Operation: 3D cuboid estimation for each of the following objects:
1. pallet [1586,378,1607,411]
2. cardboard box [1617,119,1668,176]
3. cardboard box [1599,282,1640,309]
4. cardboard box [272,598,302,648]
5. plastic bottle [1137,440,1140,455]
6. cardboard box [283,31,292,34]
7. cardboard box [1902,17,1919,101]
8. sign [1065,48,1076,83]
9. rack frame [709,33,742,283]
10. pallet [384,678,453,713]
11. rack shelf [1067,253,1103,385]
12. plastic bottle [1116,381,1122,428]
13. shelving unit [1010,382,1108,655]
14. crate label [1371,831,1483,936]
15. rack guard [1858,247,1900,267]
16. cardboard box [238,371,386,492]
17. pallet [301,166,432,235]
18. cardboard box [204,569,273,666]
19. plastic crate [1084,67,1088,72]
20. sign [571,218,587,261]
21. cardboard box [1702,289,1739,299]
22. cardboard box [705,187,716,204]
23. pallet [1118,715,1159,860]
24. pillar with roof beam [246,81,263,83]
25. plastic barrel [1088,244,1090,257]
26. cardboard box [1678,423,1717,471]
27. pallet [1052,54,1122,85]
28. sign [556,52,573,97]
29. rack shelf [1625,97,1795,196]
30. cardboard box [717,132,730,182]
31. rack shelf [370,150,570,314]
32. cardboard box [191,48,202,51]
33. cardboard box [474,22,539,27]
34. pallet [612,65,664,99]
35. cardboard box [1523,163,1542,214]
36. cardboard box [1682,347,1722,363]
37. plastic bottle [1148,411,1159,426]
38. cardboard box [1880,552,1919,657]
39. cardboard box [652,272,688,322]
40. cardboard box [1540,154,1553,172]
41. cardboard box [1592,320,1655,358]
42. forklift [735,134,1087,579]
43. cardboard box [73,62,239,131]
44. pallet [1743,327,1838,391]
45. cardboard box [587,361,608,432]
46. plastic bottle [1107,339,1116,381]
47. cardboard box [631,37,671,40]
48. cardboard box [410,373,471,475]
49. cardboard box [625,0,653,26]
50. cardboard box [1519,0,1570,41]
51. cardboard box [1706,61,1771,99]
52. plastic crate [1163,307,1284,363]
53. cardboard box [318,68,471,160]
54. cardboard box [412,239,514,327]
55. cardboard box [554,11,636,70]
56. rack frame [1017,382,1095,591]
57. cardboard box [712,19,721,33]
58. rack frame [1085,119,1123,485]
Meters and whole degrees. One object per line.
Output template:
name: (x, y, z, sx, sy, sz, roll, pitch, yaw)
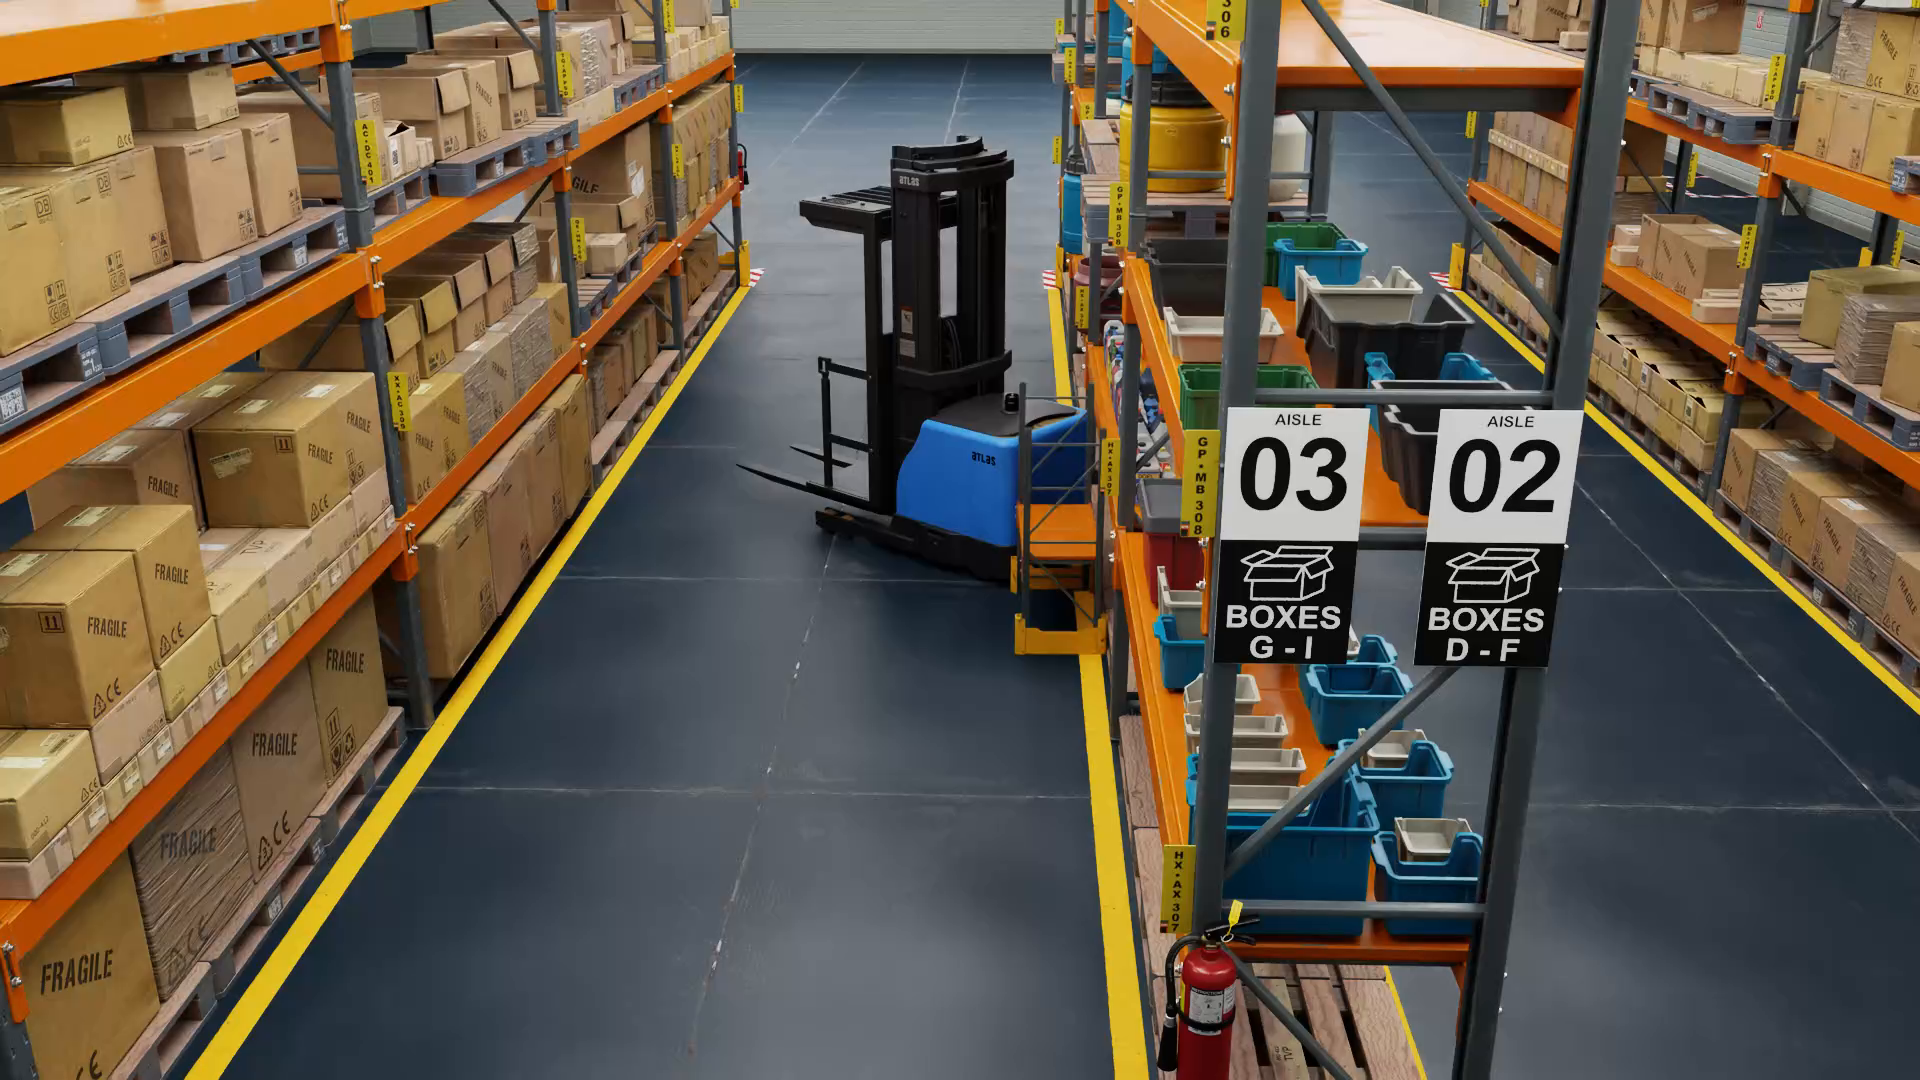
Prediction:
pallet: (6.575, -1.527, 16.173, 1.003, 0.211, 1.213, 1, 21, 2)
cardboard box: (6.566, -3.906, 16.517, 0.700, 0.500, 0.500, 1, 21, 2)
cardboard box: (6.886, -2.522, 17.065, 0.500, 0.500, 0.500, 1, 21, 2)
cardboard box: (-3.307, 0.384, 7.740, 0.380, 0.149, 0.250, 0, 21, 1)
plastic bottle: (1.015, -0.433, 9.660, 0.061, 0.283, 0.133, 1, 21, 2)
cardboard box: (-7.871, -5.866, 18.983, 0.380, 0.149, 0.250, 1, 21, 2)
cardboard box: (6.386, -3.032, 10.531, 0.500, 0.500, 0.500, 1, 21, 2)
sign: (1.058, -4.563, 15.982, 0.100, 0.325, 0.005, 1, 21, 2)
rack frame: (-3.221, -4.651, 20.368, 1.000, 3.000, 0.127, 1, 21, 2)
pallet: (-3.638, 0.708, 10.412, 1.003, 0.211, 1.213, 1, 21, 2)
rack shelf: (1.547, -2.091, 14.767, 1.077, 0.370, 4.000, 1, 21, 2)
plastic bottle: (1.052, -0.880, 10.812, 0.061, 0.283, 0.133, 1, 21, 2)
shelving unit: (0.645, -0.161, 10.870, 0.587, 1.500, 1.083, 0, 21, 0)
crate label: (1.579, 1.153, 5.558, 0.416, 0.233, 0.303, 1, 21, 2)
rack guard: (11.630, -3.294, 20.328, 1.175, 0.500, 0.348, 1, 21, 2)
cardboard box: (-3.333, -0.561, 8.588, 0.500, 0.500, 0.500, 1, 21, 3)
pallet: (-3.608, -1.953, 9.534, 0.805, 0.209, 1.217, 0, 21, -1)
cardboard box: (-3.385, 0.337, 7.311, 0.500, 0.250, 0.500, 0, 21, 1)
plastic crate: (1.252, -5.010, 17.513, 0.243, 0.136, 0.396, 1, 21, 2)
sign: (-2.910, -2.293, 12.691, 0.100, 0.325, 0.005, 1, 21, 2)
cardboard box: (6.420, -1.992, 13.864, 0.380, 0.149, 0.250, 2, 21, 6)
cardboard box: (-2.964, -3.885, 18.741, 0.380, 0.149, 0.250, 1, 21, 2)
pallet: (1.381, 1.309, 8.864, 1.003, 0.211, 1.213, 1, 21, 2)
pillar with roof beam: (-13.977, -15.998, 41.320, 9.100, 9.000, 0.400, 1, 21, 2)
plastic barrel: (1.324, -2.448, 14.504, 0.433, 0.535, 0.433, 0, 21, 0)
cardboard box: (6.209, -0.755, 13.548, 0.500, 0.250, 0.500, 1, 21, 3)
pallet: (1.532, -4.722, 16.667, 1.213, 0.211, 1.003, 1, 21, 2)
sign: (-2.910, -3.425, 12.240, 0.100, 0.325, 0.005, 1, 21, 2)
rack shelf: (6.498, -3.434, 14.080, 1.077, 0.370, 4.000, 1, 21, 2)
cardboard box: (-3.161, -4.455, 19.315, 0.875, 0.500, 0.500, 1, 21, 2)
rack shelf: (-3.525, -2.098, 10.637, 1.077, 0.370, 4.000, 1, 21, 2)
cardboard box: (-7.941, -5.041, 16.855, 0.380, 0.149, 0.250, 1, 21, 2)
cardboard box: (-3.665, -3.976, 13.653, 0.500, 0.500, 0.500, 1, 21, 3)
pallet: (-3.468, -4.293, 15.560, 1.213, 0.211, 1.003, 1, 21, 2)
cardboard box: (6.609, -3.858, 18.188, 0.700, 0.500, 0.500, 1, 21, 3)
cardboard box: (6.787, -1.570, 14.873, 0.500, 0.311, 0.500, 0, 21, 1)
plastic bottle: (1.205, -0.663, 10.269, 0.097, 0.271, 0.097, 0, 21, 0)
cardboard box: (6.067, 0.399, 10.203, 0.500, 0.500, 0.500, 1, 21, 2)
cardboard box: (-3.281, -2.586, 17.922, 0.500, 0.500, 0.500, 8, 22, 19)
cardboard box: (6.393, -4.003, 17.664, 0.380, 0.149, 0.250, 1, 21, 3)
cardboard box: (6.277, -1.942, 15.832, 0.500, 0.311, 0.500, 0, 21, 1)
forklift: (-0.470, -1.514, 12.380, 3.031, 2.935, 1.130, 17, 27, 38)
cardboard box: (-3.621, -2.009, 7.519, 0.500, 0.250, 0.500, -1, 21, -2)
pallet: (6.487, -1.312, 12.030, 1.213, 0.211, 1.003, 1, 21, 2)
cardboard box: (-3.460, -1.241, 14.428, 0.700, 0.500, 0.500, -1, 21, -3)
plastic bottle: (1.086, -1.281, 11.845, 0.061, 0.283, 0.133, 1, 21, 2)
cardboard box: (-3.085, -4.930, 16.597, 0.380, 0.149, 0.250, 0, 21, -1)
cardboard box: (-3.308, -0.704, 10.058, 0.500, 0.500, 0.500, 1, 21, 2)
cardboard box: (-3.536, -5.934, 18.287, 0.500, 0.500, 0.500, 1, 21, 1)
cardboard box: (6.357, -5.649, 17.882, 0.500, 0.500, 0.500, 1, 21, 2)
cardboard box: (6.421, -3.733, 13.484, 0.500, 0.250, 0.500, 0, 21, 1)
plastic crate: (1.058, -0.836, 6.756, 0.437, 0.136, 0.530, 1, 21, 2)
cardboard box: (-3.505, -2.662, 10.372, 0.797, 0.503, 0.637, 0, 21, 1)
cardboard box: (-3.526, -1.773, 11.426, 0.797, 0.503, 0.637, 1, 21, 3)
cardboard box: (-3.456, -4.678, 15.568, 0.797, 0.503, 0.637, 0, 21, -1)
rack frame: (0.646, -0.348, 11.353, 0.500, 1.500, 0.032, 0, 21, 0)
cardboard box: (-2.942, -5.868, 19.016, 0.380, 0.149, 0.250, 0, 21, -1)
rack frame: (1.486, -1.704, 12.773, 1.000, 3.000, 0.127, 1, 21, 2)
